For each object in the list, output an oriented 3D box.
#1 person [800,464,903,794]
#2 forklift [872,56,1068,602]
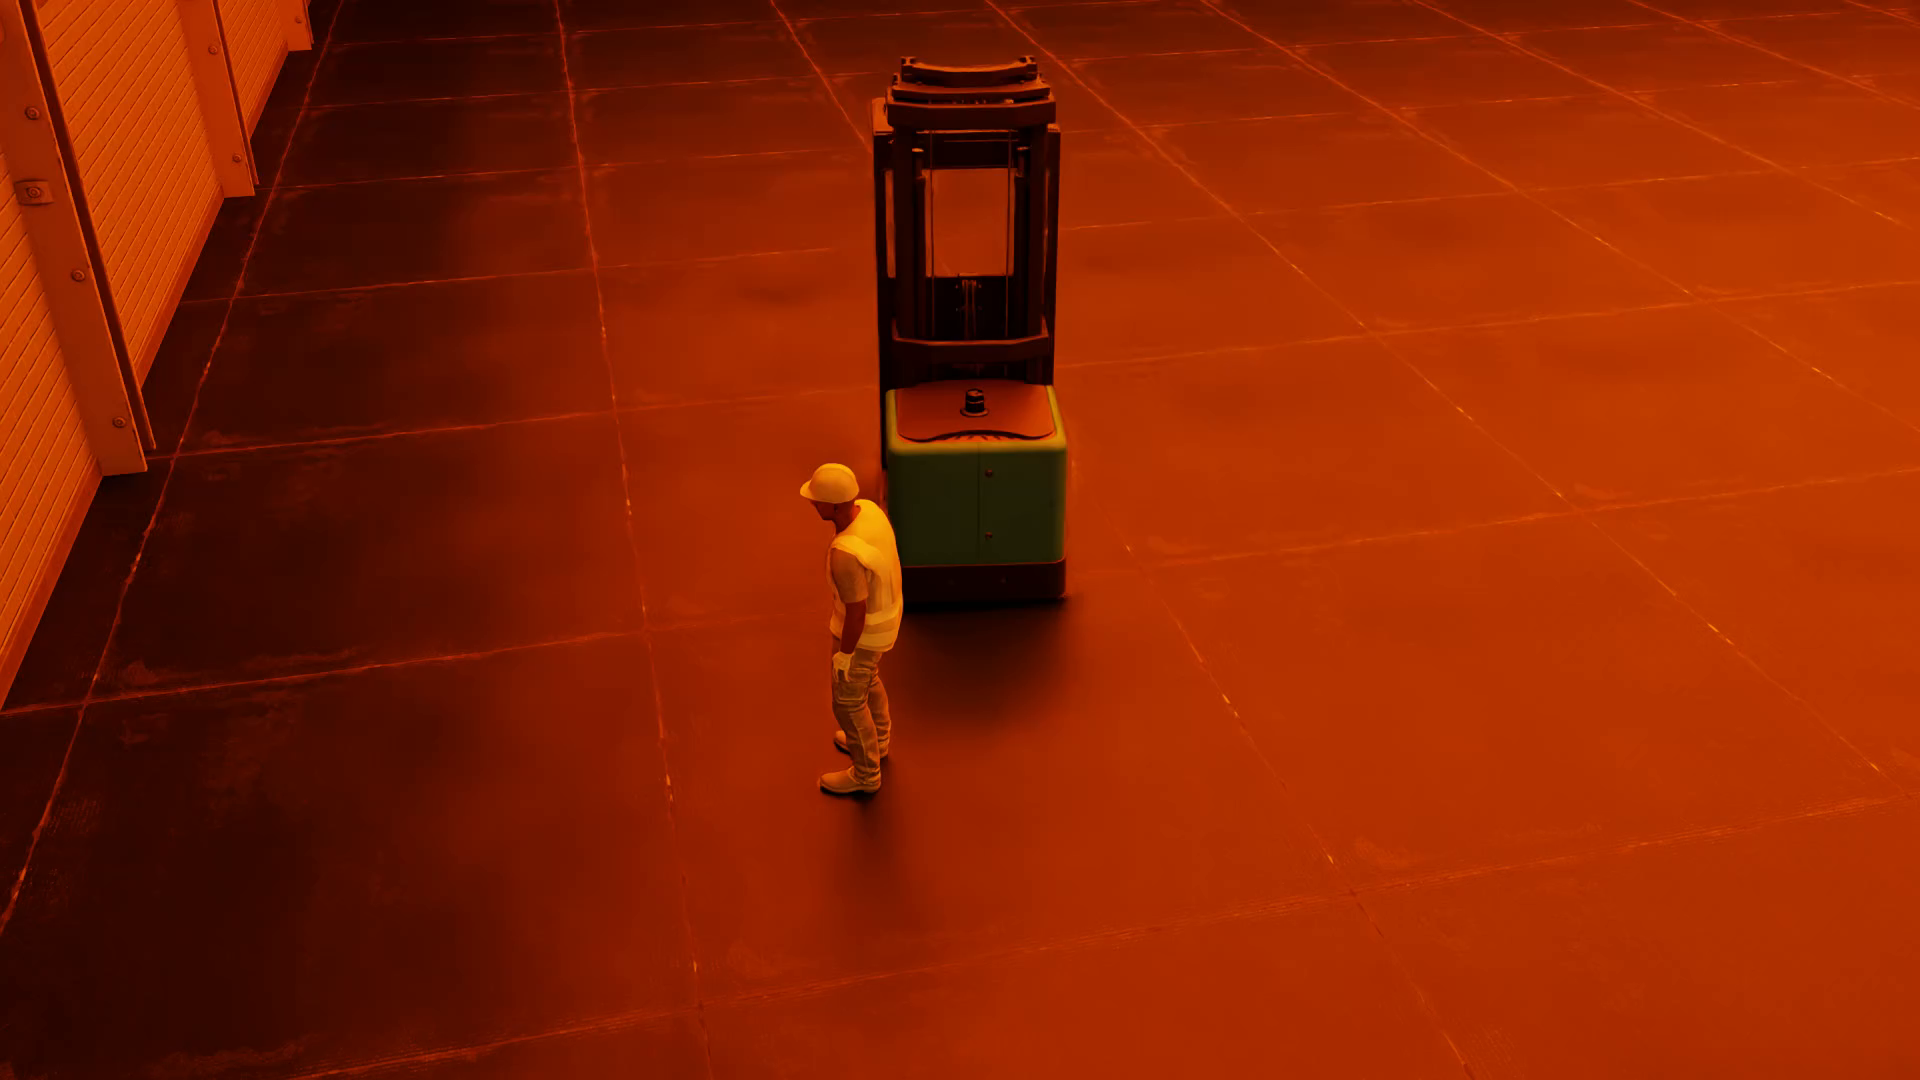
[{"bbox_3d":[-0.506,0.417,8.015,0.453,1.772,0.618,4,30,7],"label":"person"},{"bbox_3d":[0.026,-1.610,10.356,1.130,2.935,3.031,-2,30,-3],"label":"forklift"}]
